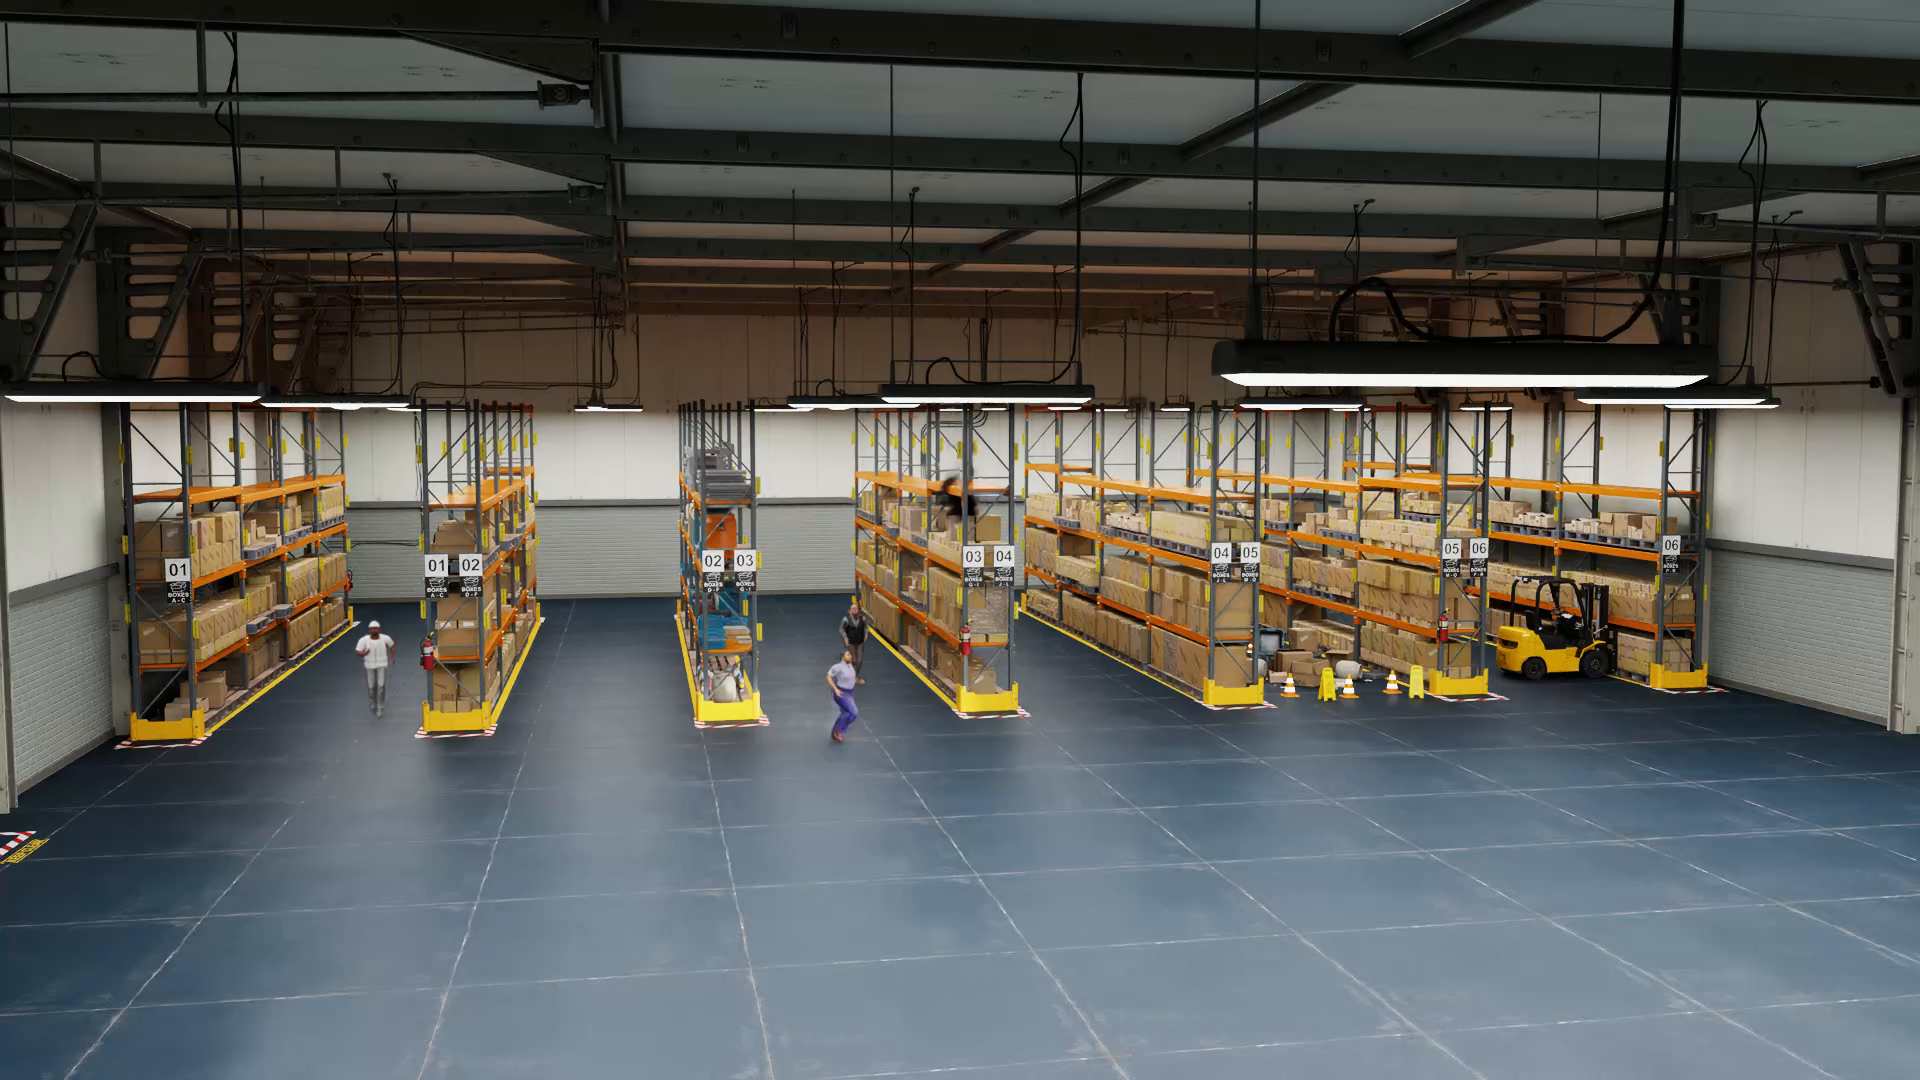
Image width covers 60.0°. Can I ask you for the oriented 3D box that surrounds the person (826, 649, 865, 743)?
[{"bbox_3d":[-1.980,2.722,29.065,0.630,1.630,0.581,2,5,21],"label":"person"}]

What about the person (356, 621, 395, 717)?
[{"bbox_3d":[-11.134,2.424,31.673,0.691,1.776,0.944,-1,4,-15],"label":"person"}]

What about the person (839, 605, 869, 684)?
[{"bbox_3d":[-2.234,2.215,35.439,0.656,1.696,0.621,-2,5,-21],"label":"person"}]
